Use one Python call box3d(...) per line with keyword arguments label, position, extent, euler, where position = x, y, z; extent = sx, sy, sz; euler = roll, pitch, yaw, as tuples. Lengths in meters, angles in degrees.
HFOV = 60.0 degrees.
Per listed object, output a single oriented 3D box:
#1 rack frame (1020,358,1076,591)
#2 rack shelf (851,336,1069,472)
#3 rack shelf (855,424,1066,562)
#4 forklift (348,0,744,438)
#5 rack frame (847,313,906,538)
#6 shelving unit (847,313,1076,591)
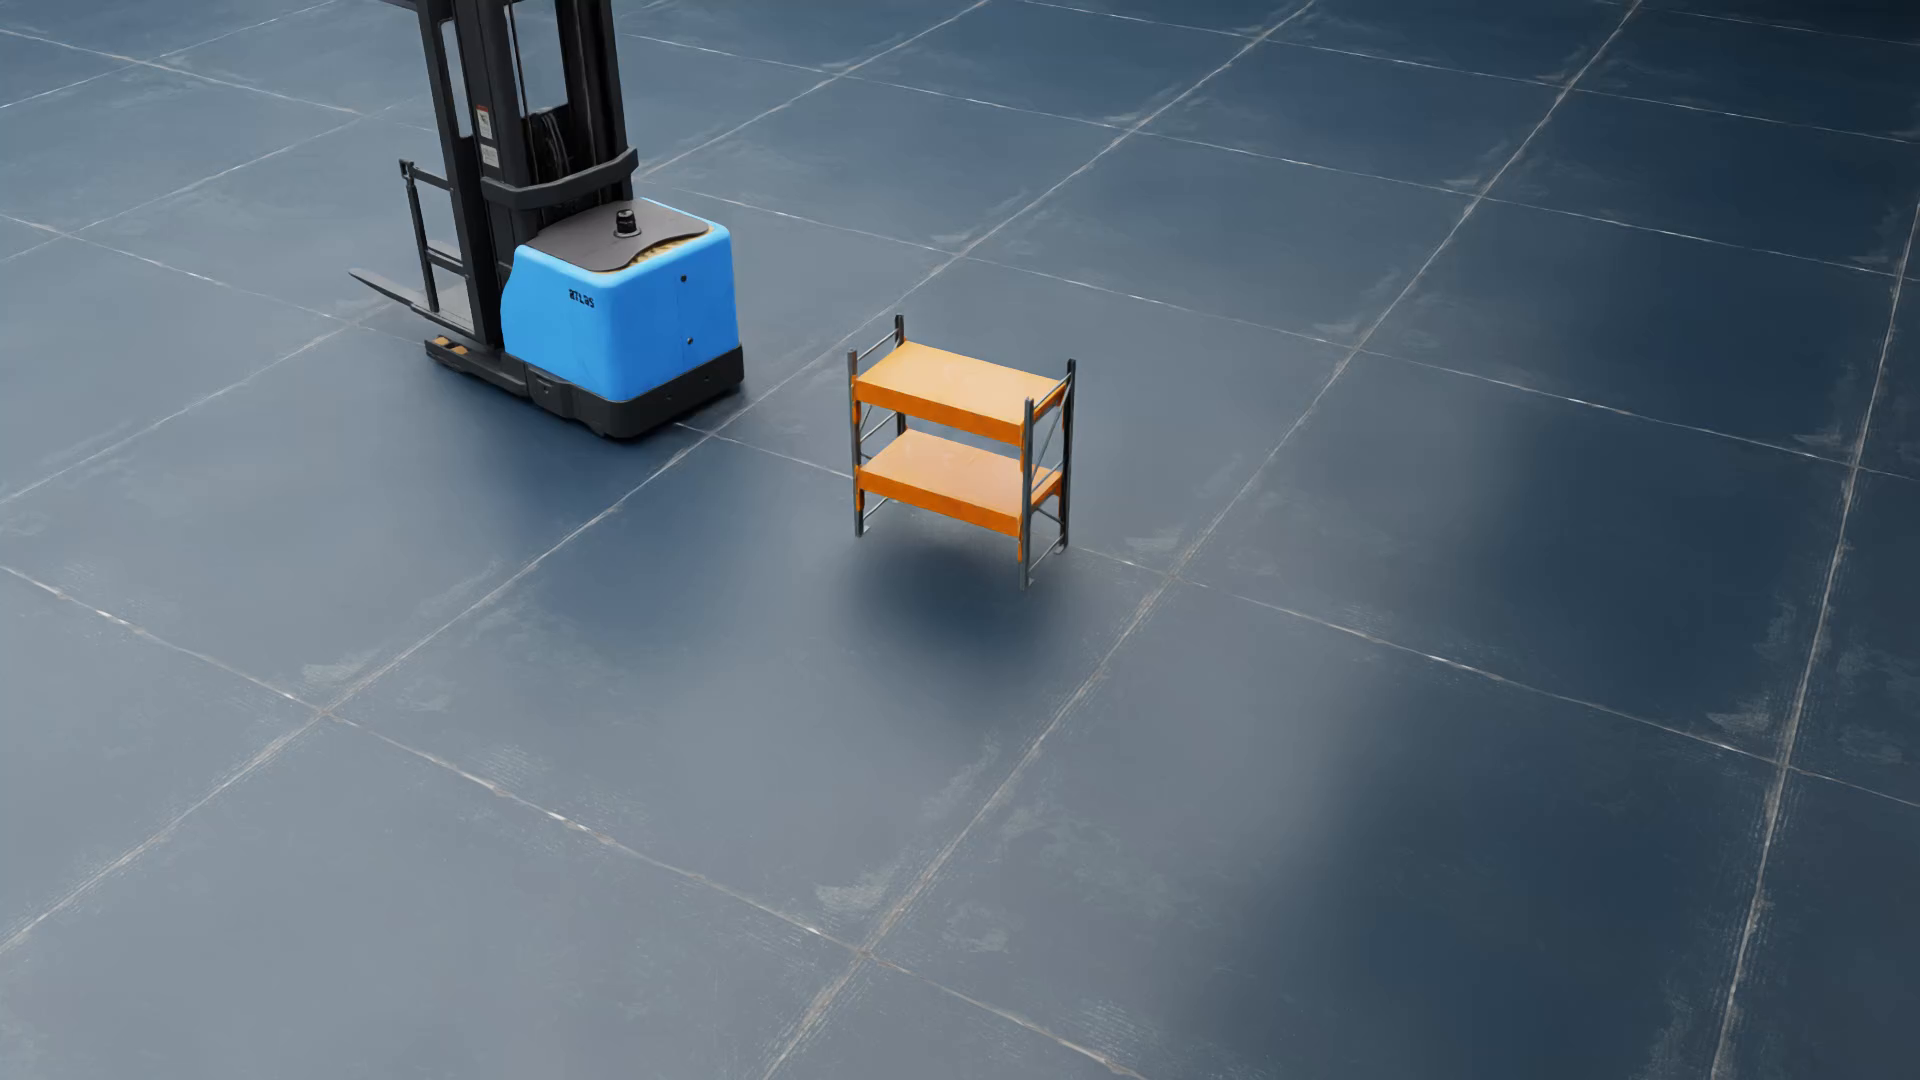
box3d(label="rack frame", position=(0.447, -0.327, 8.496), extent=(0.032, 1.125, 0.500), euler=(18, 37, 24))
box3d(label="rack shelf", position=(0.006, -0.710, 8.544), extent=(1.000, 0.278, 0.538), euler=(18, 37, 24))
box3d(label="rack shelf", position=(0.006, -0.263, 8.842), extent=(1.000, 0.278, 0.538), euler=(18, 37, 24))
box3d(label="forklift", position=(-2.812, -2.493, 10.120), extent=(3.031, 2.935, 1.130), euler=(24, 41, 32))
box3d(label="rack frame", position=(-0.435, -0.606, 8.916), extent=(0.032, 1.125, 0.500), euler=(18, 37, 24))
box3d(label="shelving unit", position=(0.006, -0.466, 8.706), extent=(1.048, 1.125, 0.538), euler=(18, 37, 24))
